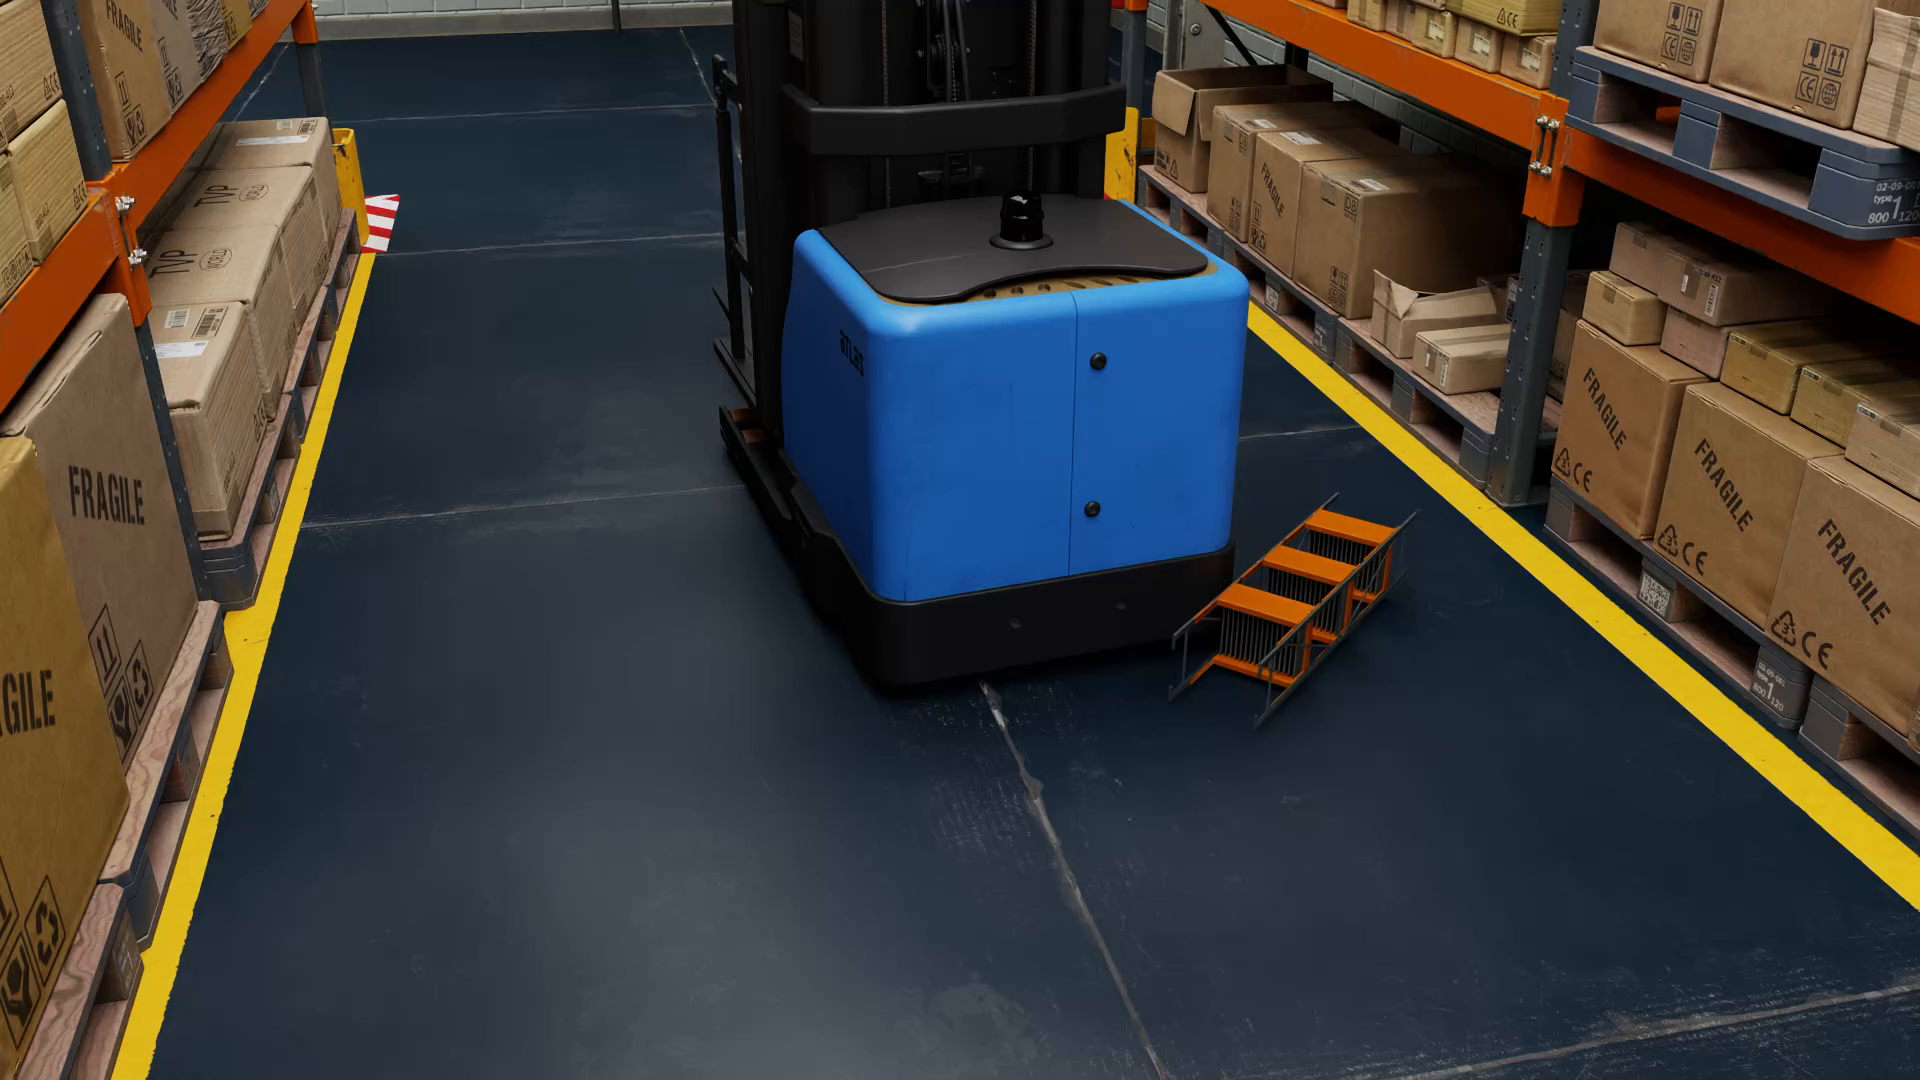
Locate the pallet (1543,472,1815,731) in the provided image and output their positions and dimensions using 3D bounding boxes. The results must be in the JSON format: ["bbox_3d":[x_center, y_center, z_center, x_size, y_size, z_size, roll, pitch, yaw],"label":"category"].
[{"bbox_3d":[2.470,0.085,4.847,1.003,0.211,1.213,-6,27,-12],"label":"pallet"}]

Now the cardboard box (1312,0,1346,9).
[{"bbox_3d":[1.601,-2.195,6.548,0.380,0.149,0.250,-6,27,-12],"label":"cardboard box"}]

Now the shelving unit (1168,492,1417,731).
[{"bbox_3d":[0.948,0.171,4.640,0.252,0.215,1.050,17,32,31],"label":"shelving unit"}]

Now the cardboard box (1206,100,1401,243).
[{"bbox_3d":[1.548,-1.683,7.564,0.700,0.500,0.500,-5,27,-9],"label":"cardboard box"}]

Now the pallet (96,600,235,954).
[{"bbox_3d":[-2.338,0.568,3.889,1.003,0.211,1.213,-6,27,-12],"label":"pallet"}]

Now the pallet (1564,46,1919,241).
[{"bbox_3d":[2.323,-1.066,4.245,1.003,0.211,1.213,-6,27,-12],"label":"pallet"}]

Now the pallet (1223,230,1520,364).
[{"bbox_3d":[1.817,-1.106,7.208,1.003,0.211,1.213,-6,27,-12],"label":"pallet"}]

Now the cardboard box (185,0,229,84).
[{"bbox_3d":[-2.652,-1.725,5.228,0.500,0.500,0.500,-6,27,-11],"label":"cardboard box"}]

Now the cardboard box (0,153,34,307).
[{"bbox_3d":[-2.125,-0.545,3.168,0.500,0.250,0.500,-6,27,-12],"label":"cardboard box"}]

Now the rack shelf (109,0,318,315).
[{"bbox_3d":[-3.037,-1.564,5.819,1.077,0.370,4.000,-6,27,-12],"label":"rack shelf"}]

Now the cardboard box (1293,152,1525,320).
[{"bbox_3d":[1.782,-1.228,6.661,0.700,0.500,0.500,-7,28,-14],"label":"cardboard box"}]

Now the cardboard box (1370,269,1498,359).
[{"bbox_3d":[1.757,-0.852,6.176,0.396,0.266,0.258,-5,27,-10],"label":"cardboard box"}]

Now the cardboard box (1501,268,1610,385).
[{"bbox_3d":[2.331,-0.814,6.052,0.500,0.311,0.500,-5,27,-10],"label":"cardboard box"}]

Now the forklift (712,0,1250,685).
[{"bbox_3d":[-0.204,-1.575,5.118,1.130,2.935,3.031,-9,28,-17],"label":"forklift"}]

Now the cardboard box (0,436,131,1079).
[{"bbox_3d":[-2.157,0.413,2.994,0.875,0.875,0.875,-5,27,-10],"label":"cardboard box"}]

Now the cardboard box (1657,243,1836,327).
[{"bbox_3d":[2.176,-0.713,4.592,0.380,0.149,0.250,-7,28,-14],"label":"cardboard box"}]

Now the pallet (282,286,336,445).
[{"bbox_3d":[-2.959,-0.641,6.286,1.003,0.211,1.213,-6,27,-12],"label":"pallet"}]

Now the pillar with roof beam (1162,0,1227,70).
[{"bbox_3d":[-2.576,-6.785,8.707,9.100,9.000,0.400,-6,27,-12],"label":"pillar with roof beam"}]

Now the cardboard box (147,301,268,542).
[{"bbox_3d":[-2.623,-0.338,4.967,0.875,0.438,0.875,-6,27,-12],"label":"cardboard box"}]

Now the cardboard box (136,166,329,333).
[{"bbox_3d":[-3.027,-1.127,6.531,0.875,0.438,0.875,-5,27,-10],"label":"cardboard box"}]

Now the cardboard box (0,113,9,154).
[{"bbox_3d":[-2.130,-0.776,3.070,0.500,0.250,0.500,-5,27,-10],"label":"cardboard box"}]

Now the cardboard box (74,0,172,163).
[{"bbox_3d":[-2.436,-1.285,4.355,0.500,0.500,0.500,-5,27,-10],"label":"cardboard box"}]

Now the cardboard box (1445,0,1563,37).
[{"bbox_3d":[1.897,-1.778,5.280,0.500,0.250,0.500,-5,27,-10],"label":"cardboard box"}]

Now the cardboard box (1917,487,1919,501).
[{"bbox_3d":[2.426,-0.123,3.753,0.380,0.149,0.250,-5,27,-10],"label":"cardboard box"}]

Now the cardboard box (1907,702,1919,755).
[{"bbox_3d":[2.488,0.331,3.573,0.500,0.500,0.500,-7,28,-13],"label":"cardboard box"}]

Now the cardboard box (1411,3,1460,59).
[{"bbox_3d":[1.769,-1.739,5.645,0.380,0.149,0.250,-5,27,-10],"label":"cardboard box"}]

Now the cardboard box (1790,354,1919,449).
[{"bbox_3d":[2.353,-0.346,4.194,0.380,0.149,0.250,-6,27,-12],"label":"cardboard box"}]

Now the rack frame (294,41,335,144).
[{"bbox_3d":[-3.487,-2.763,7.396,1.000,3.000,0.127,-6,27,-12],"label":"rack frame"}]

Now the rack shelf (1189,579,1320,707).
[{"bbox_3d":[0.784,0.277,4.428,0.240,0.215,0.259,17,32,31],"label":"rack shelf"}]

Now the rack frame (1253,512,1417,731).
[{"bbox_3d":[1.049,0.202,4.578,0.008,0.200,1.050,17,32,31],"label":"rack frame"}]

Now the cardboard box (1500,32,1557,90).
[{"bbox_3d":[1.931,-1.515,5.202,0.380,0.149,0.250,-6,27,-11],"label":"cardboard box"}]

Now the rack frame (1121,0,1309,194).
[{"bbox_3d":[1.348,-3.269,8.398,1.000,3.000,0.127,-6,27,-12],"label":"rack frame"}]

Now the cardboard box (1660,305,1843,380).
[{"bbox_3d":[2.209,-0.576,4.651,0.380,0.149,0.250,-7,28,-13],"label":"cardboard box"}]

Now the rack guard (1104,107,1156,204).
[{"bbox_3d":[1.365,-2.120,8.895,1.175,0.500,0.348,-6,27,-12],"label":"rack guard"}]

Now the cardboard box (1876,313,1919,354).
[{"bbox_3d":[2.741,-0.521,4.542,0.380,0.149,0.250,-6,27,-11],"label":"cardboard box"}]

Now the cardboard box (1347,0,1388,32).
[{"bbox_3d":[1.652,-1.966,6.095,0.380,0.149,0.250,-6,27,-12],"label":"cardboard box"}]

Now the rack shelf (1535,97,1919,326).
[{"bbox_3d":[2.700,-0.314,3.342,1.077,0.370,4.000,-6,27,-12],"label":"rack shelf"}]

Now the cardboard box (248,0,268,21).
[{"bbox_3d":[-2.897,-2.177,6.122,0.500,0.500,0.500,-5,27,-10],"label":"cardboard box"}]

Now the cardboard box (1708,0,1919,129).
[{"bbox_3d":[2.257,-1.283,3.886,0.700,0.500,0.500,-6,27,-11],"label":"cardboard box"}]

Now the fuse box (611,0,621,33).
[{"bbox_3d":[-2.701,-4.811,12.882,0.539,1.711,0.414,-6,27,-12],"label":"fuse box"}]

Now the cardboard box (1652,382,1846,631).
[{"bbox_3d":[2.269,-0.117,4.460,0.500,0.500,0.500,-6,27,-12],"label":"cardboard box"}]
